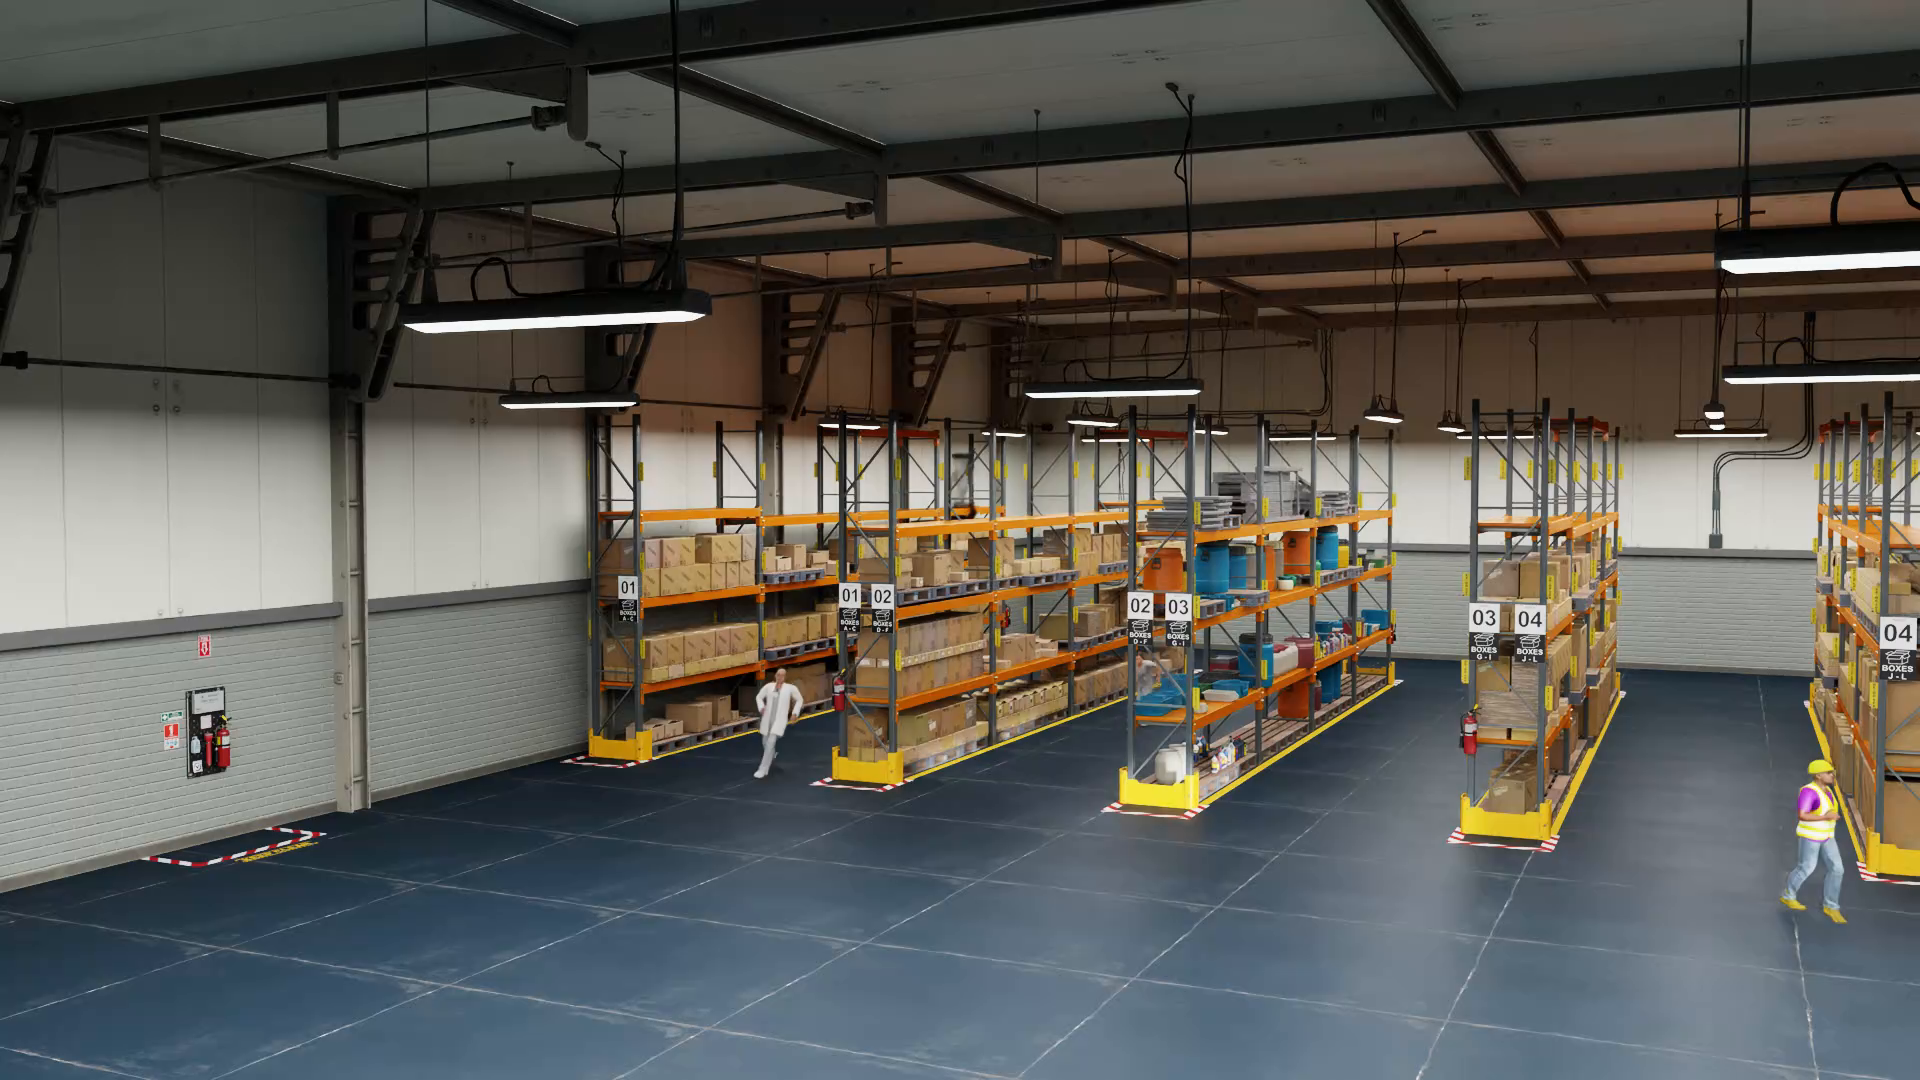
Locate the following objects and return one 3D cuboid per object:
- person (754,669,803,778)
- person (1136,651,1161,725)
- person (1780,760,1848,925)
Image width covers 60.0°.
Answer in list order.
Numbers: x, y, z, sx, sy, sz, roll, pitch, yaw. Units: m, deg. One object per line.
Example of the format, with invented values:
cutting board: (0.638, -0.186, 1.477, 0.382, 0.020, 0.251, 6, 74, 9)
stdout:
person: (-3.026, 2.987, 27.362, 0.770, 1.739, 0.992, 1, 2, 15)
person: (3.621, 2.902, 32.526, 0.593, 1.504, 0.874, 1, 3, 28)
person: (9.541, 3.365, 18.588, 0.661, 1.835, 0.774, -1, 3, -30)
